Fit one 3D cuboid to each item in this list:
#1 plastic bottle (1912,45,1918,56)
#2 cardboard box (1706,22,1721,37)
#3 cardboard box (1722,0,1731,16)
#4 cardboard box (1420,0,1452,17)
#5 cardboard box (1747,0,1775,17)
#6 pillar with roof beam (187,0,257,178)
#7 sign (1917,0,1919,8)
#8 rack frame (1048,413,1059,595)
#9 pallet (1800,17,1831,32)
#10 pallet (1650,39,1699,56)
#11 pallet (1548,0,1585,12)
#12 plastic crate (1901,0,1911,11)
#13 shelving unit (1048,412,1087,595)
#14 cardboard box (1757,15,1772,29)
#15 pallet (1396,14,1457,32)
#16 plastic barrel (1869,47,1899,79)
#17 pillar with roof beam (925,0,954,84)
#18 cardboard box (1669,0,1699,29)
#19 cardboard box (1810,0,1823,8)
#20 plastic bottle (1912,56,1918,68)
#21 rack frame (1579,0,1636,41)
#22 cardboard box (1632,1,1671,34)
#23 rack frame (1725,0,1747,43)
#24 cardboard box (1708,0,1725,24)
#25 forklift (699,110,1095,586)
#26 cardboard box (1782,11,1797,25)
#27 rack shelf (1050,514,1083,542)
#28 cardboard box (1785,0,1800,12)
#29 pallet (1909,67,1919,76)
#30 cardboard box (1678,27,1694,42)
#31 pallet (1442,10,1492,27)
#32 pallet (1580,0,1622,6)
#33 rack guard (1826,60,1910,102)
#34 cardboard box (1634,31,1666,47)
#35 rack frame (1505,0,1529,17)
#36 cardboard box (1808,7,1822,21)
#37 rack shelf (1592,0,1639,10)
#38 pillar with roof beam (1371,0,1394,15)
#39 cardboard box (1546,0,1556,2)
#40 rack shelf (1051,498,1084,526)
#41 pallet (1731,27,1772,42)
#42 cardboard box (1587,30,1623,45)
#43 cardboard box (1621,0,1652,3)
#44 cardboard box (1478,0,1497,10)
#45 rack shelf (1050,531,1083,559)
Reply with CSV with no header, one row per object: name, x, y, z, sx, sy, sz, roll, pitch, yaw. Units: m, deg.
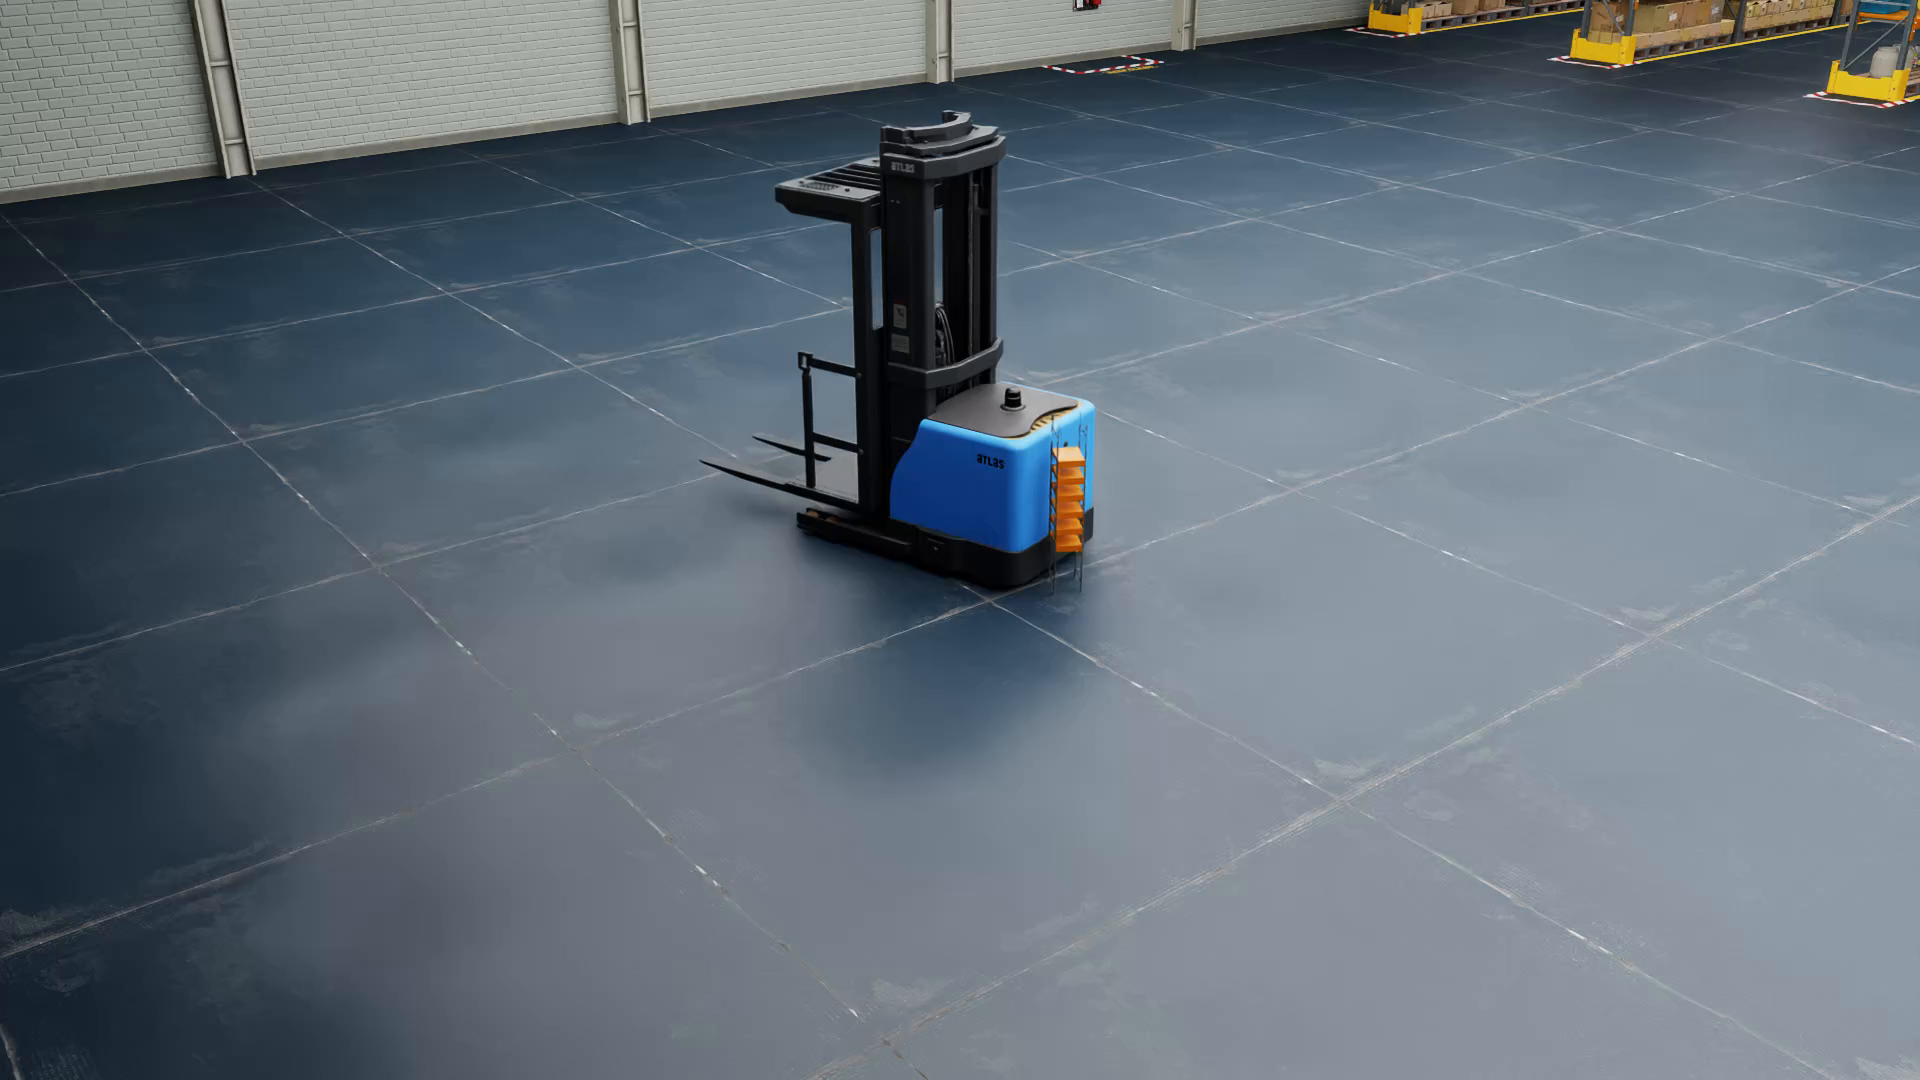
plastic bottle,16.817,-8.560,29.383,0.185,0.351,0.144,-17,30,-32
cardboard box,14.654,-10.108,32.861,0.500,0.250,0.500,-18,31,-34
cardboard box,15.426,-10.882,33.863,0.500,0.311,0.500,-18,31,-34
cardboard box,10.125,-11.363,35.470,0.500,0.311,0.500,-15,29,-30
cardboard box,16.160,-10.835,33.761,0.500,0.311,0.500,-19,31,-35
pillar with roof beam,-7.136,-7.614,17.594,0.400,9.000,9.100,-18,31,-34
sign,15.526,-8.745,26.829,0.005,0.325,0.100,-18,31,-34
rack frame,0.613,-0.228,10.942,0.006,1.200,0.240,-3,25,-6
pallet,17.760,-11.057,35.452,1.213,0.211,1.003,-18,31,-34
pallet,13.672,-9.708,32.544,1.213,0.211,1.003,-18,31,-34
pallet,13.797,-12.381,38.303,1.213,0.211,1.003,-18,31,-34
plastic crate,15.914,-9.132,28.167,0.408,0.251,0.499,-18,31,-34
shelving unit,0.704,-0.232,10.952,0.189,1.200,0.258,-3,25,-6
cardboard box,16.157,-10.583,33.884,0.500,0.250,0.500,-17,30,-33
pallet,9.797,-11.039,35.413,1.213,0.211,1.003,-18,31,-34
plastic barrel,15.661,-8.062,28.141,0.421,0.512,0.421,0,25,0
pillar with roof beam,2.307,-10.731,24.311,0.400,9.000,9.100,-18,31,-34
cardboard box,13.877,-10.183,32.132,0.500,0.500,0.500,-18,31,-34
cardboard box,17.766,-11.366,34.906,0.500,0.311,0.500,-19,31,-35
plastic bottle,16.781,-8.412,29.240,0.097,0.201,0.097,0,25,0
rack frame,12.136,-10.445,30.820,0.127,3.000,1.000,-18,31,-34
cardboard box,13.088,-9.925,31.575,0.500,0.500,0.500,-18,31,-34
rack frame,15.284,-11.484,33.059,0.127,3.000,1.000,-18,31,-34
cardboard box,14.653,-10.449,32.705,0.500,0.500,0.500,-18,31,-34
forklift,-0.561,-1.492,11.610,3.031,2.935,1.130,16,29,31
cardboard box,16.964,-10.850,34.460,0.500,0.250,0.500,-18,30,-33
rack shelf,0.704,-0.083,11.021,0.180,0.103,0.258,-3,25,-6
cardboard box,16.972,-11.106,34.346,0.500,0.311,0.500,-17,30,-33
pallet,16.823,-8.098,29.076,1.213,0.211,1.003,-18,31,-34
cardboard box,13.877,-9.843,32.290,0.500,0.250,0.500,-18,31,-34
pallet,10.757,-11.355,36.092,1.213,0.211,1.003,-18,31,-34
pallet,14.756,-12.696,38.982,1.213,0.211,1.003,-18,31,-34
rack guard,15.221,-7.705,27.885,0.348,0.500,1.175,-18,31,-34
cardboard box,13.087,-9.585,31.735,0.500,0.250,0.500,-18,31,-34
rack frame,12.224,-13.124,36.593,0.127,3.000,1.000,-18,31,-34
cardboard box,17.765,-11.114,35.029,0.500,0.250,0.500,-19,31,-35
rack shelf,13.710,-10.638,32.091,4.000,0.370,1.077,-18,31,-34
pillar with roof beam,11.750,-13.849,31.027,0.400,9.000,9.100,-18,31,-34
cardboard box,13.169,-12.538,37.775,0.500,0.500,0.700,-19,31,-35
rack shelf,0.704,-0.192,10.970,0.180,0.103,0.258,-3,25,-6
pallet,15.840,-10.424,34.086,1.213,0.211,1.003,-18,31,-34
cardboard box,12.376,-9.626,31.822,0.500,0.250,0.500,-18,31,-34
cardboard box,13.152,-10.231,32.236,0.500,0.500,0.500,-18,31,-34
cardboard box,11.432,-11.907,36.417,0.500,0.500,0.500,-21,32,-38
rack shelf,0.704,0.026,11.072,0.180,0.103,0.258,-3,25,-6
